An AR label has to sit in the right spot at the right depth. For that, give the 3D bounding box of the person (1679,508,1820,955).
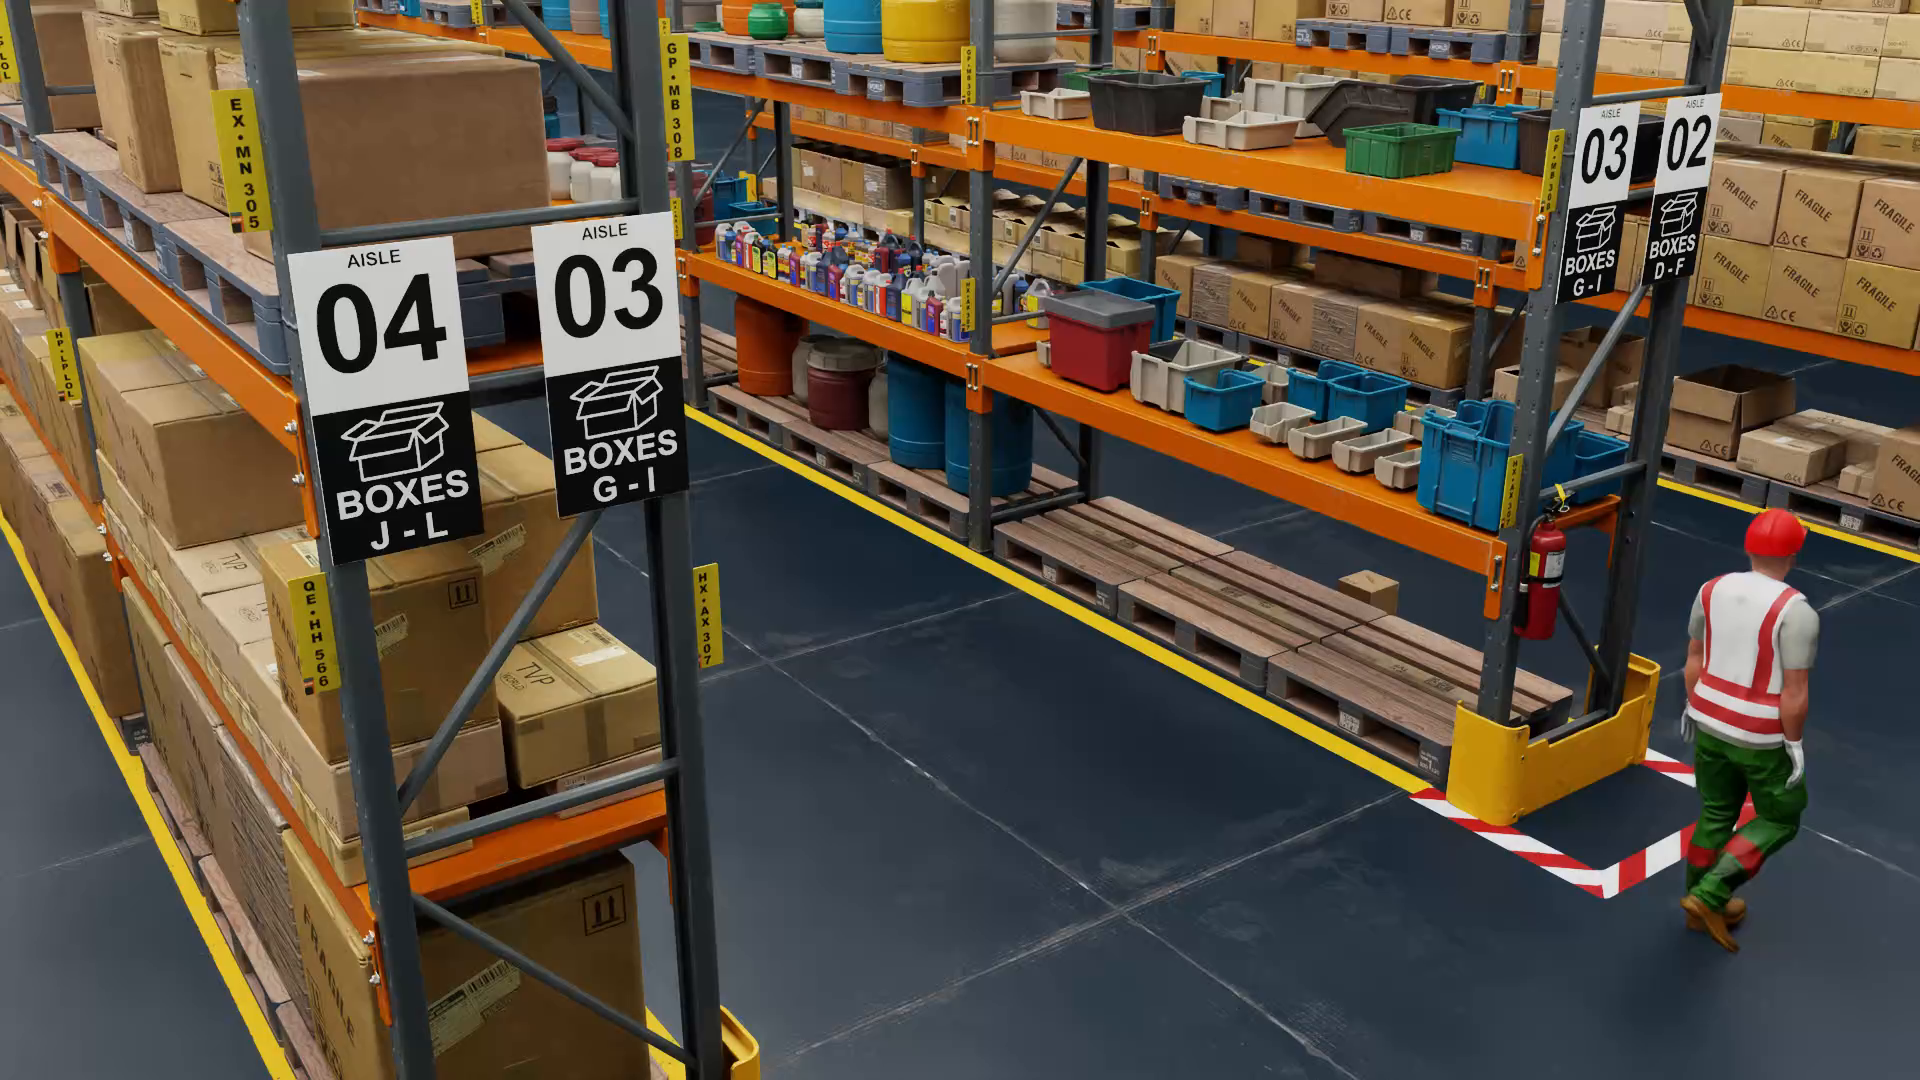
[{"bbox_3d":[3.042,0.755,6.547,0.555,1.781,0.589,-11,24,-27],"label":"person"}]
